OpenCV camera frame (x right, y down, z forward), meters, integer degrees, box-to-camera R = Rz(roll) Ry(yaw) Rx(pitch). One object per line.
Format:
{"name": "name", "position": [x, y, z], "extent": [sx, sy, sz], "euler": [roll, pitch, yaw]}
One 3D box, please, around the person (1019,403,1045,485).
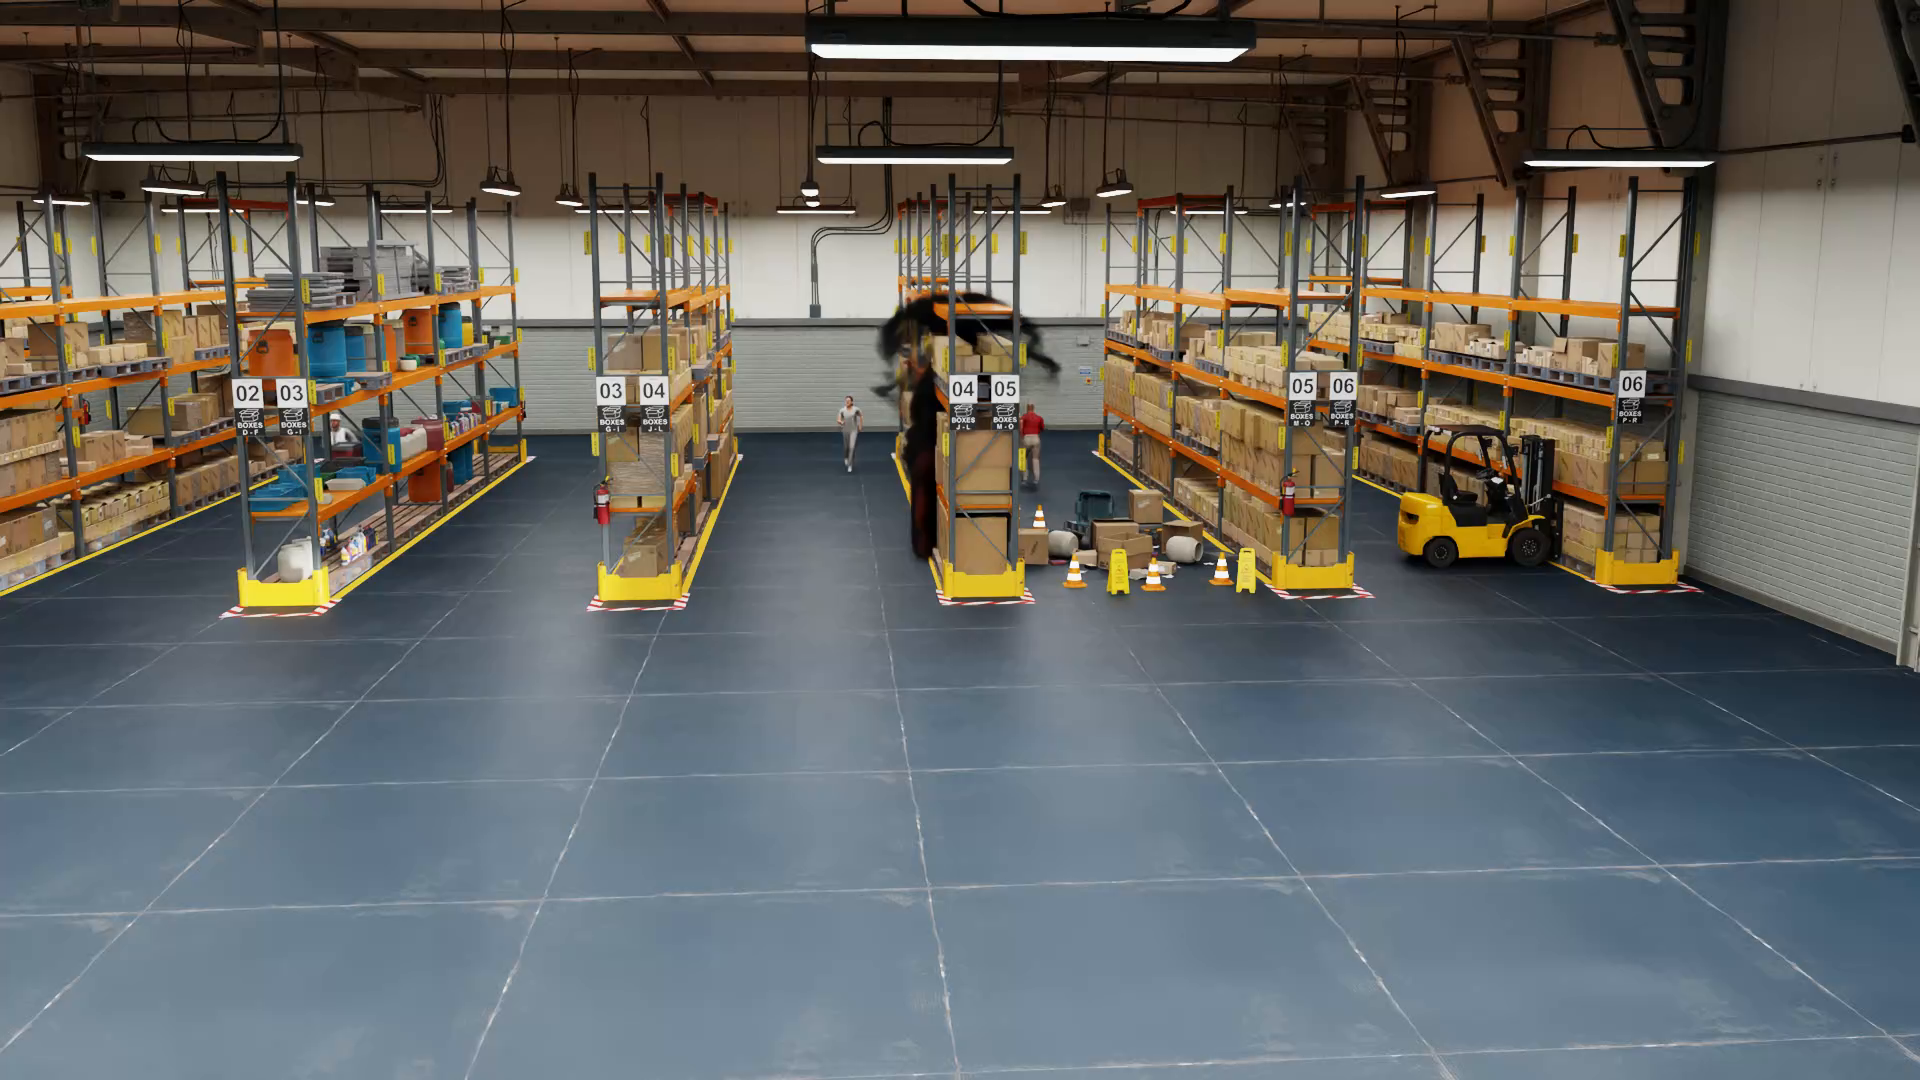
{"name": "person", "position": [1.503, -1.961, 35.004], "extent": [0.643, 1.814, 0.881], "euler": [-2, 10, -11]}

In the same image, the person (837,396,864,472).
{"name": "person", "position": [-2.480, -2.431, 37.667], "extent": [0.577, 1.681, 0.965], "euler": [1, 10, 4]}

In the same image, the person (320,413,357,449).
{"name": "person", "position": [-12.164, -1.566, 32.526], "extent": [0.638, 1.835, 0.777], "euler": [0, 10, -1]}
